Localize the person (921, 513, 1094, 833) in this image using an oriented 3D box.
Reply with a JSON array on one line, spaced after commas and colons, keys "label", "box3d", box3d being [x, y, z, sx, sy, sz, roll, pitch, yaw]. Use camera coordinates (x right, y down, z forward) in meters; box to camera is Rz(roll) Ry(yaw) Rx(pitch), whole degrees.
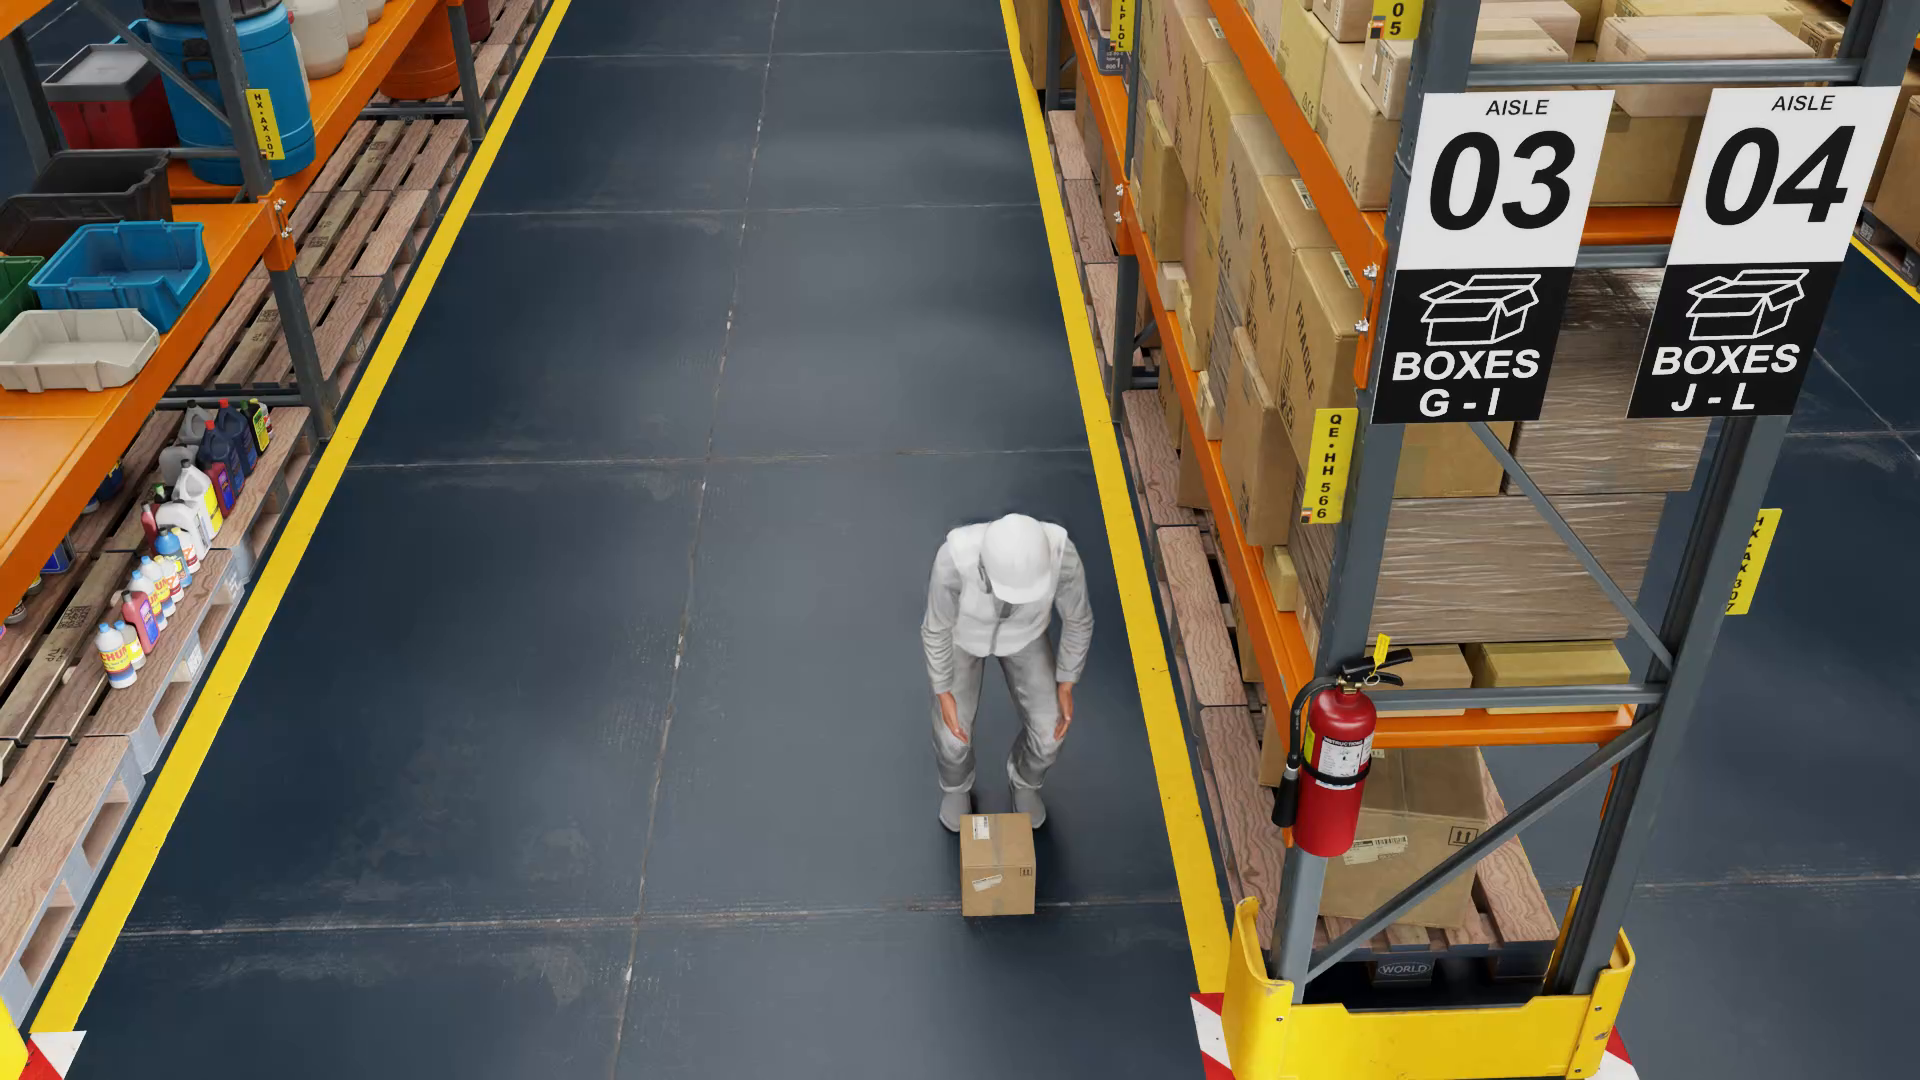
[{"label": "person", "box3d": [0.157, 0.403, 5.810, 0.591, 1.478, 0.734, -2, 35, -3]}]
